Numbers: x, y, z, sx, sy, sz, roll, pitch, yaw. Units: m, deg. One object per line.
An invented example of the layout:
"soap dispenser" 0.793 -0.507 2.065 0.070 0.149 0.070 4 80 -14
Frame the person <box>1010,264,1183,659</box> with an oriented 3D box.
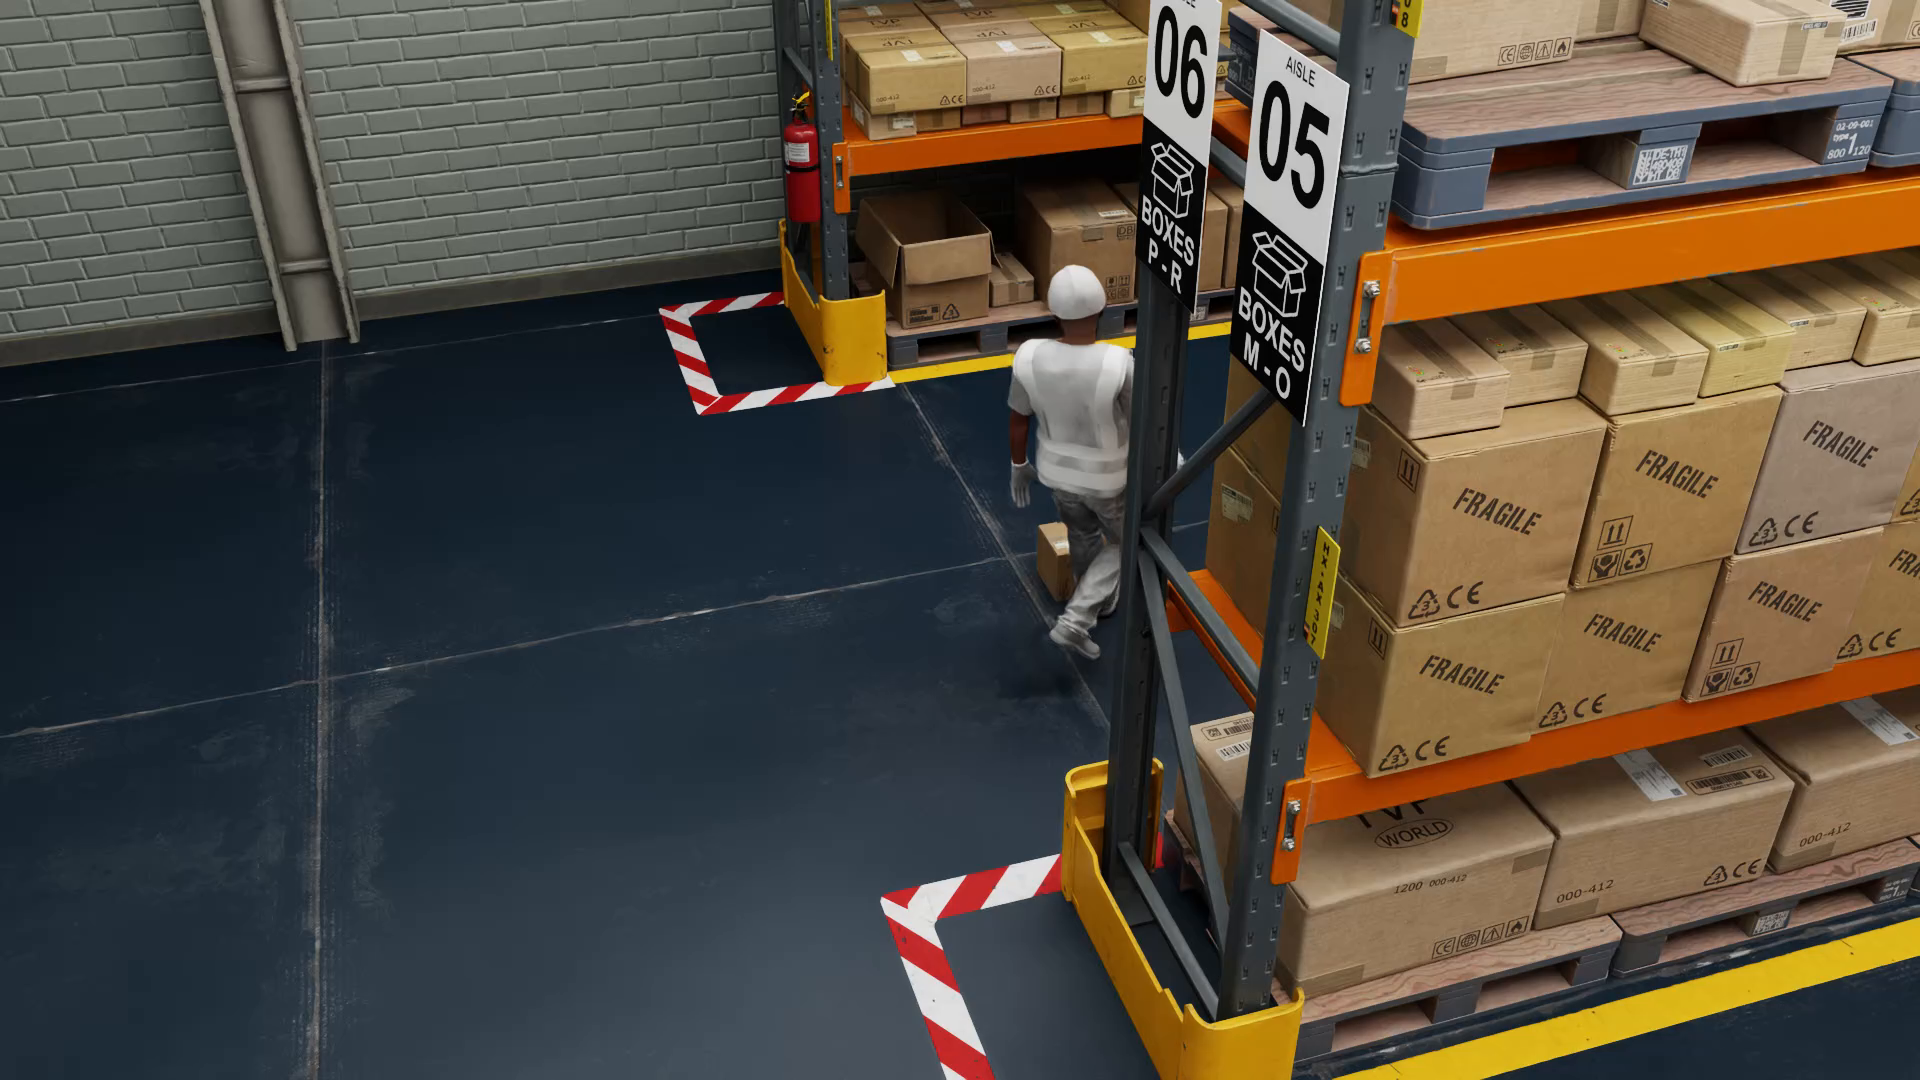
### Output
"person" 0.560 -0.327 6.636 0.643 1.750 0.840 14 36 20
